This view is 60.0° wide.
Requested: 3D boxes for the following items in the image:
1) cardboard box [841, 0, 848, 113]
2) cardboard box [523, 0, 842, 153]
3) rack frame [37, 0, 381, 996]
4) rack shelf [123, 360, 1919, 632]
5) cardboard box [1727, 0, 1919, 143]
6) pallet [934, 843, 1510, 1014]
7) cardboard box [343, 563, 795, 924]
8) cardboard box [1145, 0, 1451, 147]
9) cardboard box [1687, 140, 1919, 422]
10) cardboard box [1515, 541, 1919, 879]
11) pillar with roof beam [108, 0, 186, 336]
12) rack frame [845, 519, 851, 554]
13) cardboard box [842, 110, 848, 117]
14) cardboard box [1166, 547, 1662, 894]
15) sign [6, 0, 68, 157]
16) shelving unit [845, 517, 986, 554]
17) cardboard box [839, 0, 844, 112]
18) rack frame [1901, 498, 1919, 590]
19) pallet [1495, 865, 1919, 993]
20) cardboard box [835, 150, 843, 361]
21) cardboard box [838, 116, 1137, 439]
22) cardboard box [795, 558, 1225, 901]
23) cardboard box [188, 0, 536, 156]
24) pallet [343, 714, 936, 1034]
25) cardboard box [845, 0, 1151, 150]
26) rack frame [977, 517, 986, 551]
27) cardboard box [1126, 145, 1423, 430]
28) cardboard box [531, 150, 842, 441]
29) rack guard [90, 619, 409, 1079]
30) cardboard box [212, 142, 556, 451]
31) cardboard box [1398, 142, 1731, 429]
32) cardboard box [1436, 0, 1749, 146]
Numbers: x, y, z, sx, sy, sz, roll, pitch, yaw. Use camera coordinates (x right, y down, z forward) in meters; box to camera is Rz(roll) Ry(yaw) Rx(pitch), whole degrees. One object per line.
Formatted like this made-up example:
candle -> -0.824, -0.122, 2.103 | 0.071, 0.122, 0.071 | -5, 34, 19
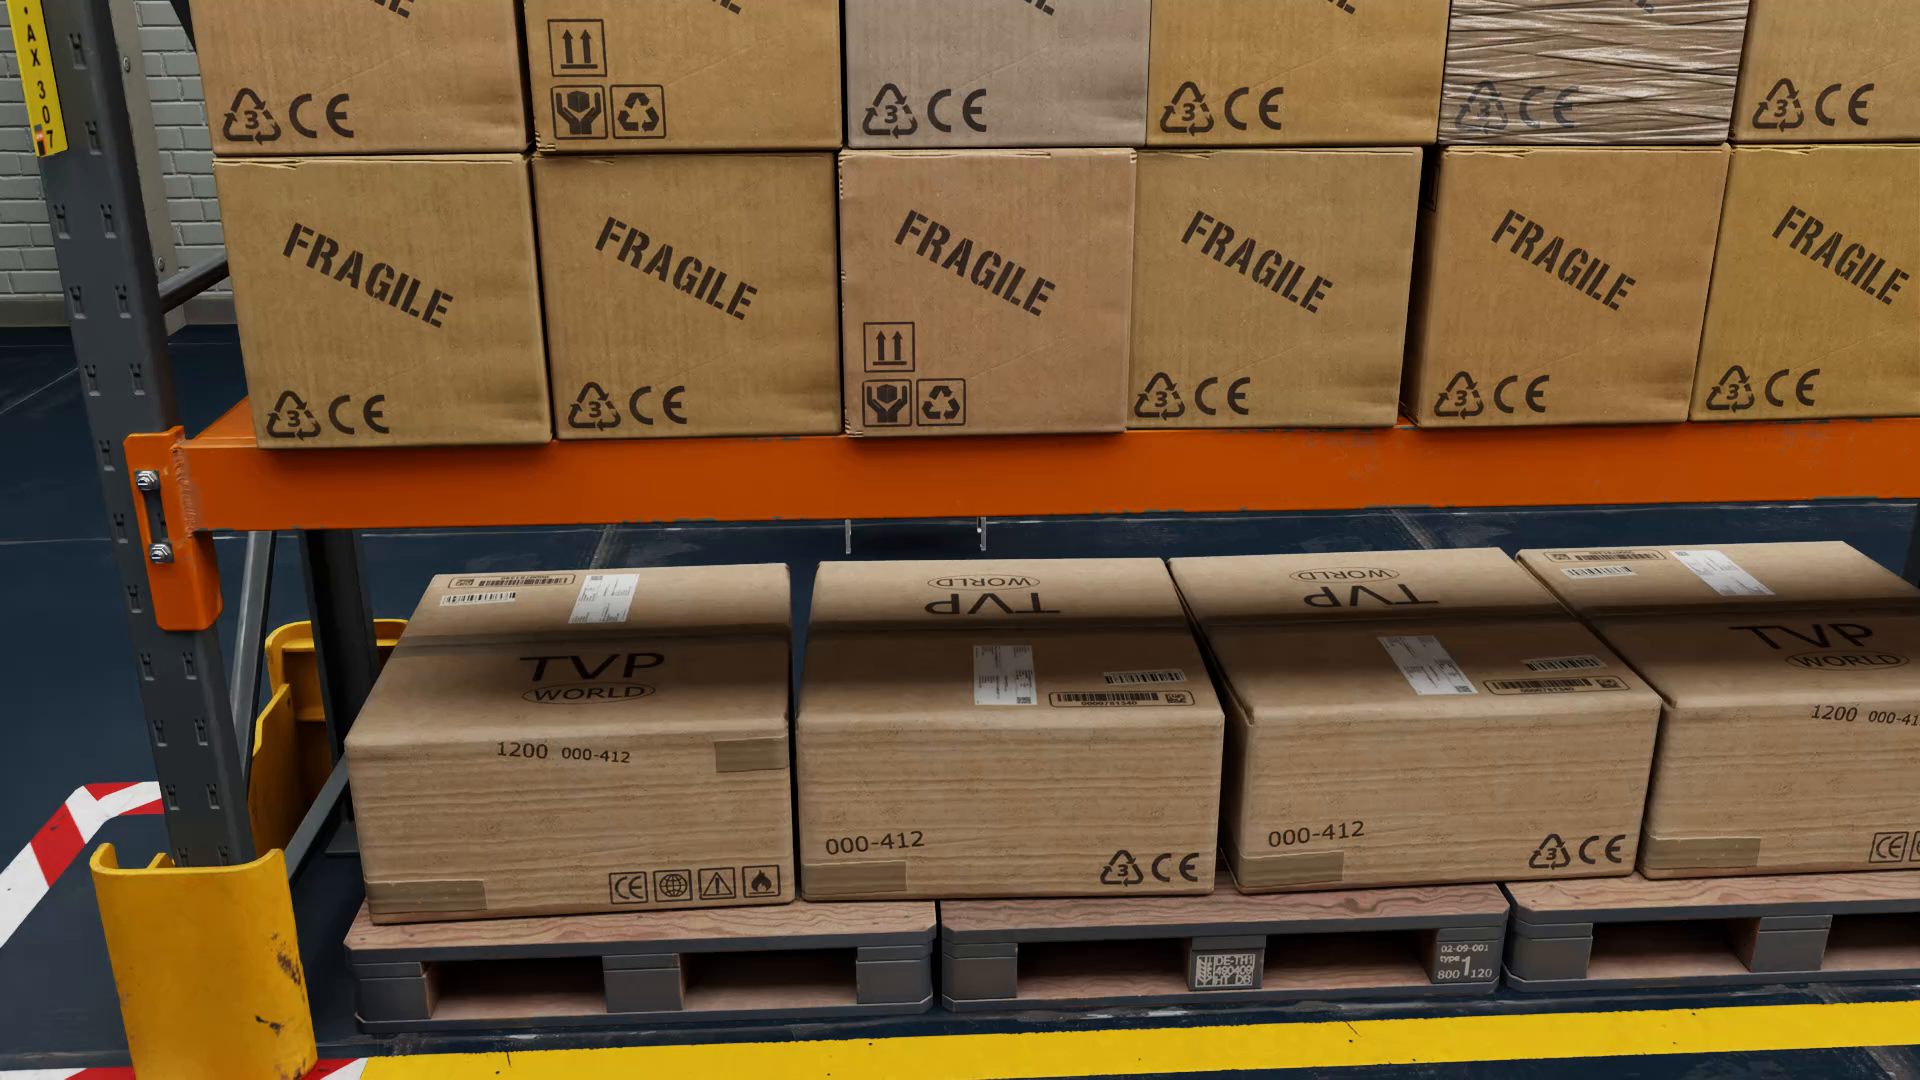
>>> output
cardboard box -> 0.006, -1.164, 3.417 | 0.500, 0.500, 0.500 | -1, 21, -3
cardboard box -> -0.465, -0.961, 2.884 | 0.500, 0.500, 0.500 | -2, 21, -5
rack frame -> -1.476, -0.526, 3.286 | 0.127, 3.000, 1.000 | -1, 21, -3
rack shelf -> 0.521, -0.230, 3.521 | 4.000, 0.370, 1.077 | -1, 21, -3
cardboard box -> 1.555, -1.006, 3.001 | 0.500, 0.500, 0.500 | -1, 21, -4
pallet -> 0.533, 0.710, 3.960 | 1.213, 0.211, 1.003 | -1, 21, -3
cardboard box -> -0.823, 0.427, 3.796 | 0.875, 0.438, 0.875 | -2, 21, -5
cardboard box -> 0.546, -0.985, 2.946 | 0.500, 0.500, 0.500 | -1, 21, -3
cardboard box -> 1.556, -0.541, 3.186 | 0.500, 0.500, 0.500 | -2, 21, -4
cardboard box -> 1.885, 0.369, 3.947 | 0.875, 0.438, 0.875 | -1, 21, -4
pillar with roof beam -> -4.261, -3.829, 3.530 | 0.400, 9.000, 9.100 | -1, 21, -3
rack frame -> -0.409, -0.552, 5.886 | 0.015, 1.200, 0.240 | -1, 21, -3
cardboard box -> 0.005, -0.695, 3.590 | 0.500, 0.500, 0.500 | -1, 21, -1
cardboard box -> 0.991, 0.387, 3.899 | 0.875, 0.438, 0.875 | -2, 21, -5
sign -> -1.450, -0.770, 2.600 | 0.005, 0.325, 0.100 | -1, 21, -3
shelving unit -> -0.165, -0.557, 5.899 | 0.503, 1.200, 0.258 | -1, 21, -3
cardboard box -> -0.488, -1.155, 3.393 | 0.500, 0.500, 0.500 | -1, 21, -3
rack frame -> 2.518, -0.607, 3.499 | 0.127, 3.000, 1.000 | -1, 21, -3
pallet -> 1.754, 0.684, 4.028 | 1.213, 0.211, 1.003 | -1, 21, -3
cardboard box -> -0.508, -0.681, 3.554 | 0.500, 0.500, 0.500 | -2, 21, -4
cardboard box -> 0.032, -0.504, 3.089 | 0.500, 0.500, 0.500 | -1, 21, -3
cardboard box -> 0.090, 0.405, 3.852 | 0.875, 0.438, 0.875 | -1, 21, -2
cardboard box -> -0.980, -0.948, 2.850 | 0.500, 0.500, 0.500 | -2, 21, -4
pallet -> -0.682, 0.734, 3.898 | 1.213, 0.211, 1.003 | -1, 21, -3
cardboard box -> 0.048, -0.974, 2.919 | 0.500, 0.500, 0.500 | -1, 21, -3
rack frame -> 0.078, -0.562, 5.912 | 0.015, 1.200, 0.240 | -1, 21, -3
cardboard box -> 0.531, -0.520, 3.131 | 0.500, 0.500, 0.500 | 0, 21, -1
cardboard box -> -0.477, -0.500, 3.079 | 0.500, 0.500, 0.500 | -1, 21, -4
rack guard -> -1.500, 0.643, 3.729 | 0.348, 0.500, 1.175 | -1, 21, -3
cardboard box -> -0.980, -0.480, 3.026 | 0.500, 0.500, 0.500 | -1, 21, -3
cardboard box -> 1.055, -0.526, 3.145 | 0.500, 0.500, 0.500 | -1, 21, -4
cardboard box -> 1.048, -0.992, 2.965 | 0.500, 0.500, 0.500 | -1, 21, -2
